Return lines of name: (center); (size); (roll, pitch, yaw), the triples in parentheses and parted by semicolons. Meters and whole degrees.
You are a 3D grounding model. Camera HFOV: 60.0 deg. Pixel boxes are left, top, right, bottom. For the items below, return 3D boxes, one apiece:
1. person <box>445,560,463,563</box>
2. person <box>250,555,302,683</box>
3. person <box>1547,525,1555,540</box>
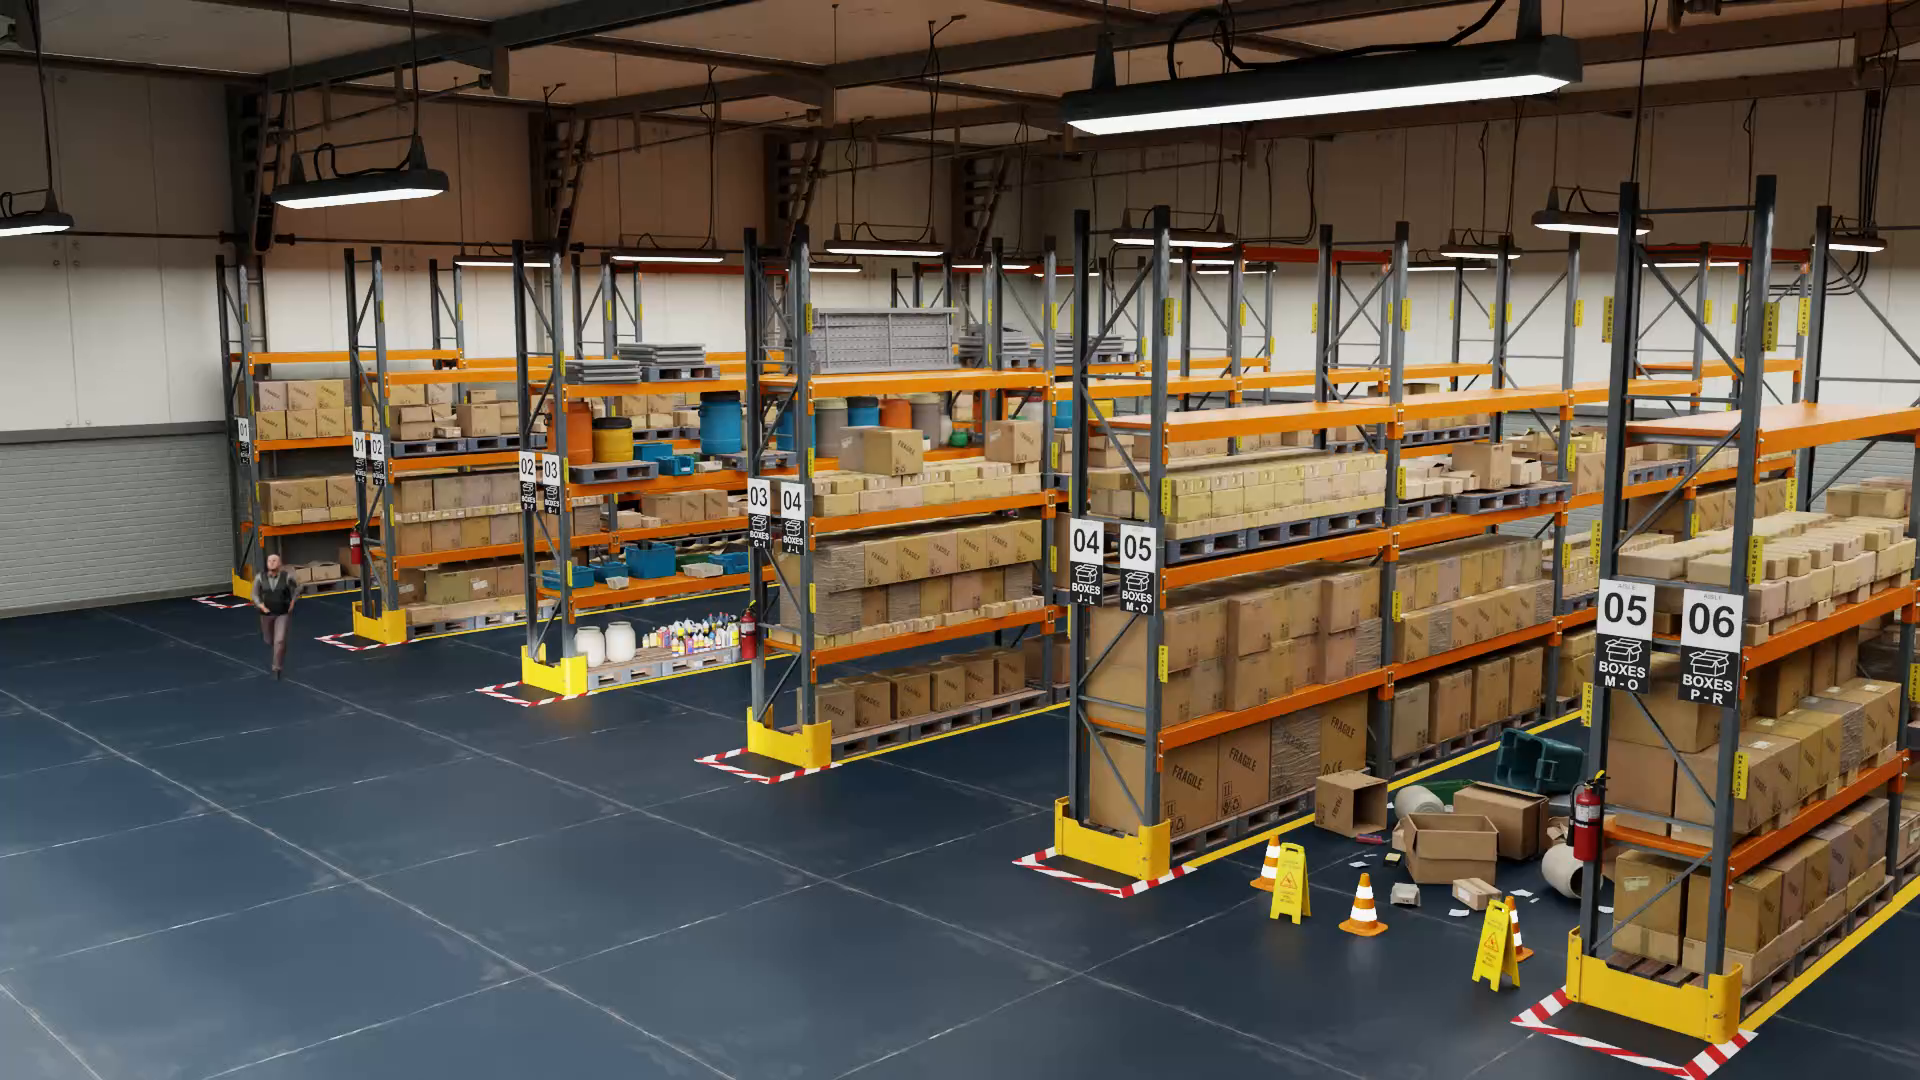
person: (-8.718, 0.289, 28.894); (0.510, 1.631, 0.732); (4, 9, 25)
person: (-9.574, 1.053, 23.269); (0.632, 1.719, 1.096); (-1, 8, -7)
person: (9.223, 0.672, 25.751); (0.643, 1.866, 0.884); (8, 11, 44)
